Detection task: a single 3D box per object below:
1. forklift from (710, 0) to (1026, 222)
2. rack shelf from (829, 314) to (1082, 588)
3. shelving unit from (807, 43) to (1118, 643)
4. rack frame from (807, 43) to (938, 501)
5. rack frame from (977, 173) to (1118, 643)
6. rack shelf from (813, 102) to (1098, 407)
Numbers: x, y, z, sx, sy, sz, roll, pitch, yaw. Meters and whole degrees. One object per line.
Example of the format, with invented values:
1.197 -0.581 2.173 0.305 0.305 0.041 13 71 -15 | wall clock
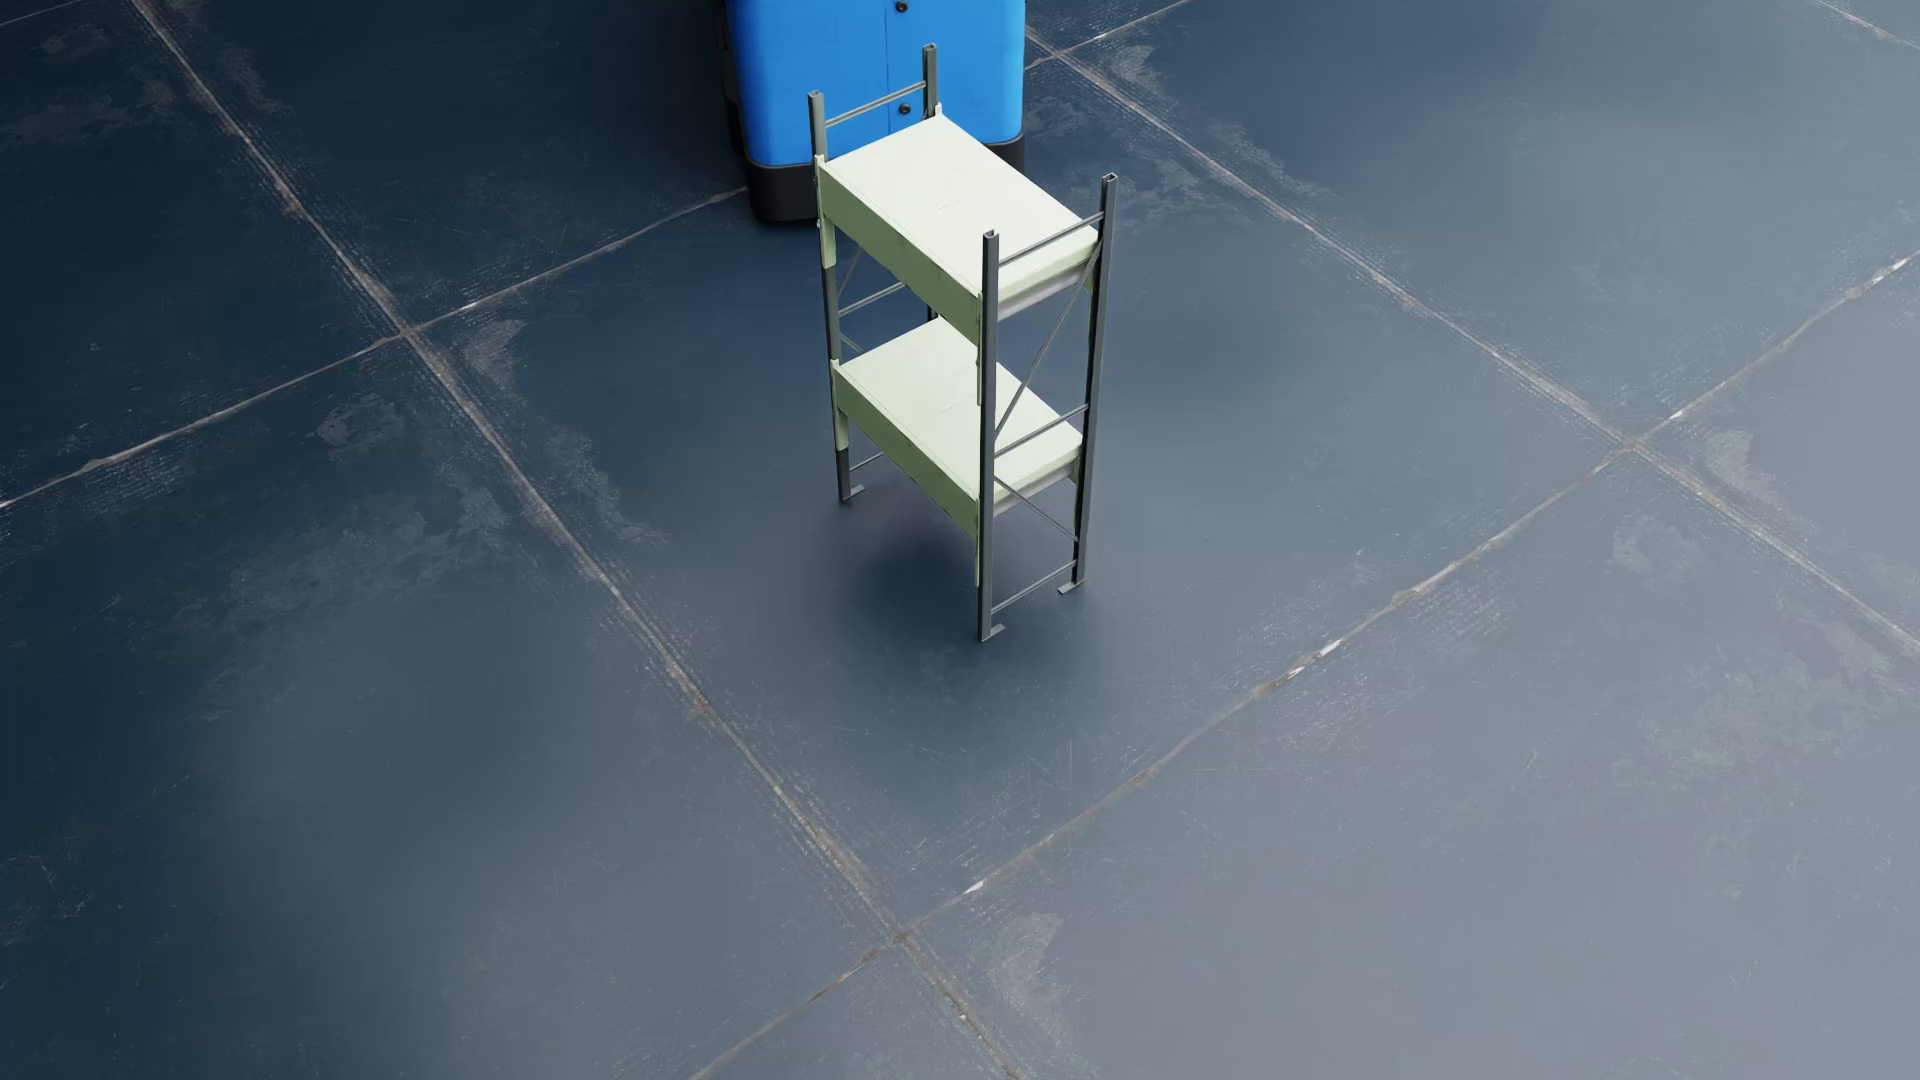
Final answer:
-0.523 -3.290 6.254 1.130 2.935 3.031 -8 48 -7 | forklift
-0.004 -0.289 4.939 0.431 0.370 0.720 -29 54 -24 | rack shelf
-0.004 -0.508 4.698 0.431 1.500 0.755 -29 54 -24 | shelving unit
-0.226 -0.723 4.894 0.400 1.500 0.023 -29 54 -24 | rack frame
0.218 -0.292 4.502 0.400 1.500 0.023 -29 54 -24 | rack frame
-0.004 -0.770 4.409 0.431 0.370 0.720 -29 54 -24 | rack shelf
